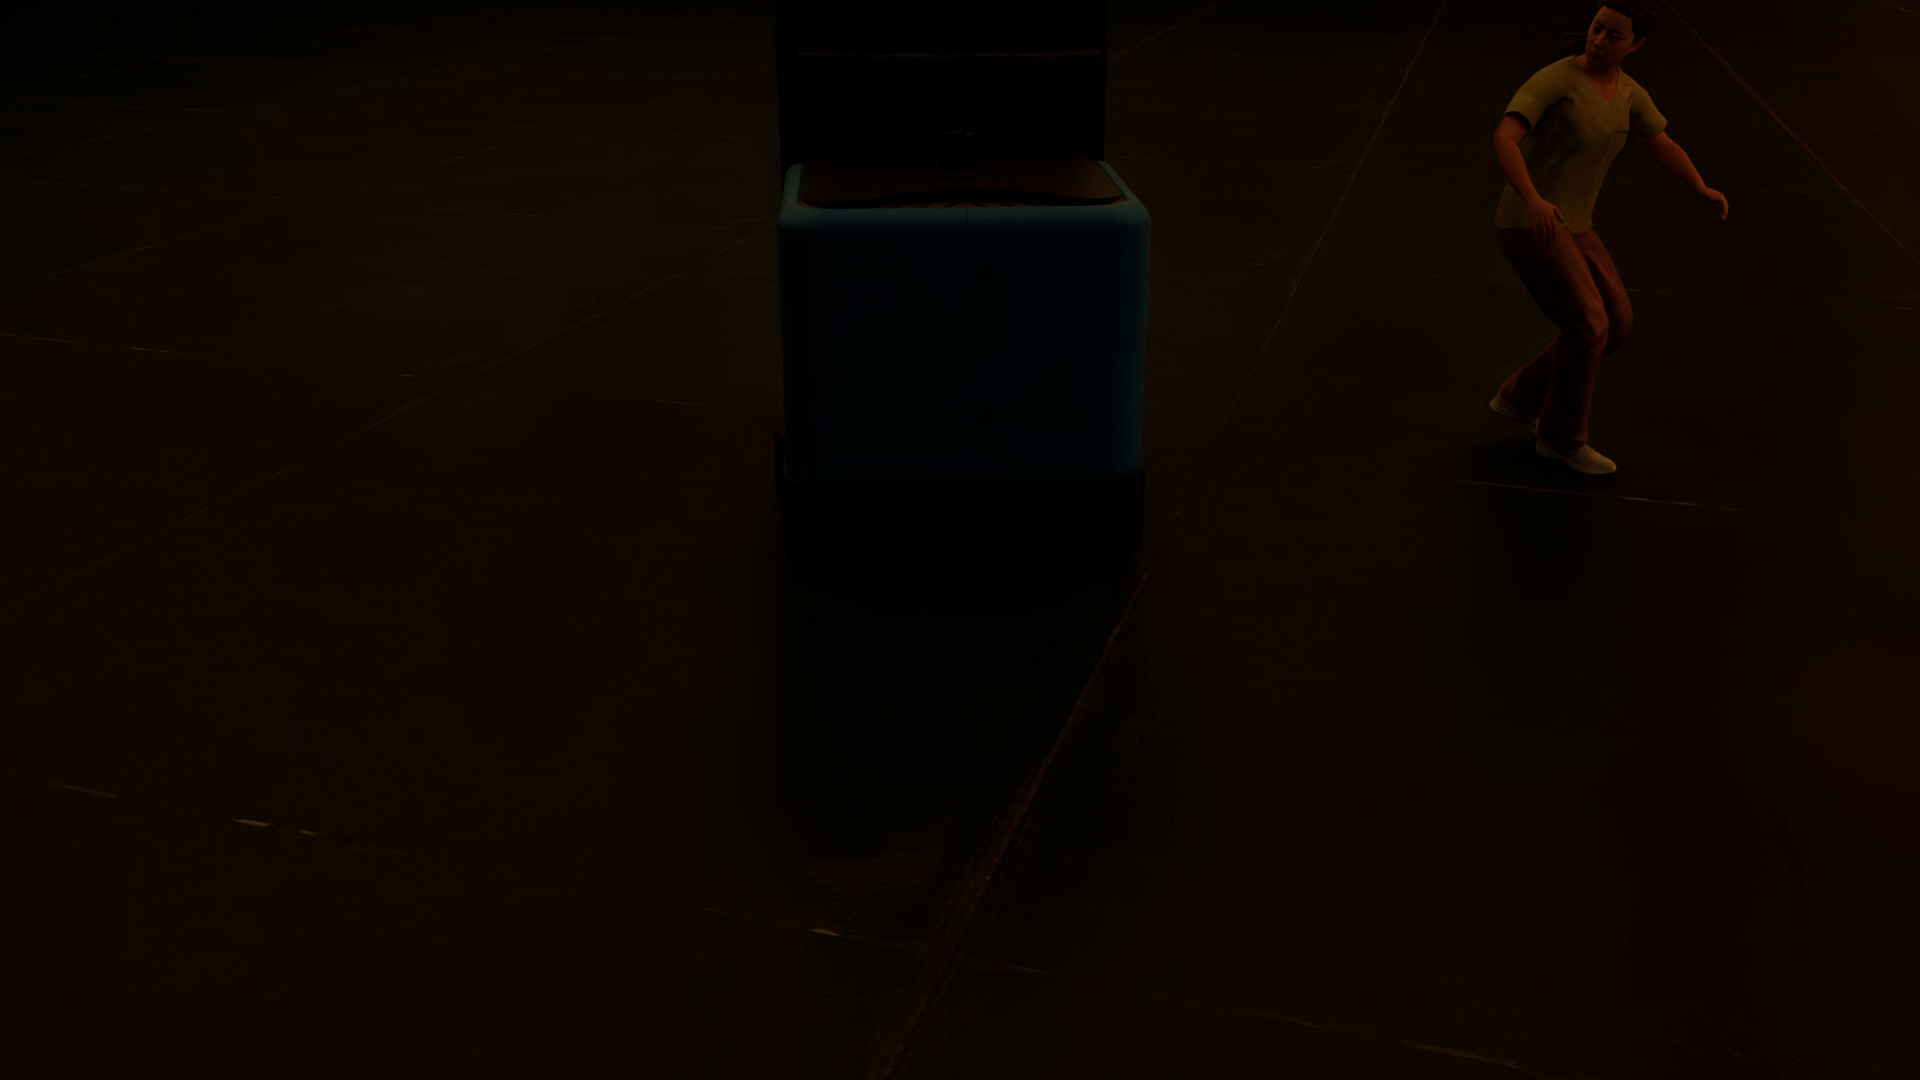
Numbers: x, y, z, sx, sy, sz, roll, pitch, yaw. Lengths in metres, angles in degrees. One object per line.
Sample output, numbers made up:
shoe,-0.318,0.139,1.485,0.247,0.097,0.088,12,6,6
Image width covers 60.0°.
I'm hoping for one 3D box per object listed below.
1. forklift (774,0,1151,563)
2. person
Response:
forklift,-0.076,-1.809,5.661,1.130,2.935,3.031,-1,22,-3
person,2.089,-1.000,5.488,0.740,1.570,0.682,-17,28,-35
